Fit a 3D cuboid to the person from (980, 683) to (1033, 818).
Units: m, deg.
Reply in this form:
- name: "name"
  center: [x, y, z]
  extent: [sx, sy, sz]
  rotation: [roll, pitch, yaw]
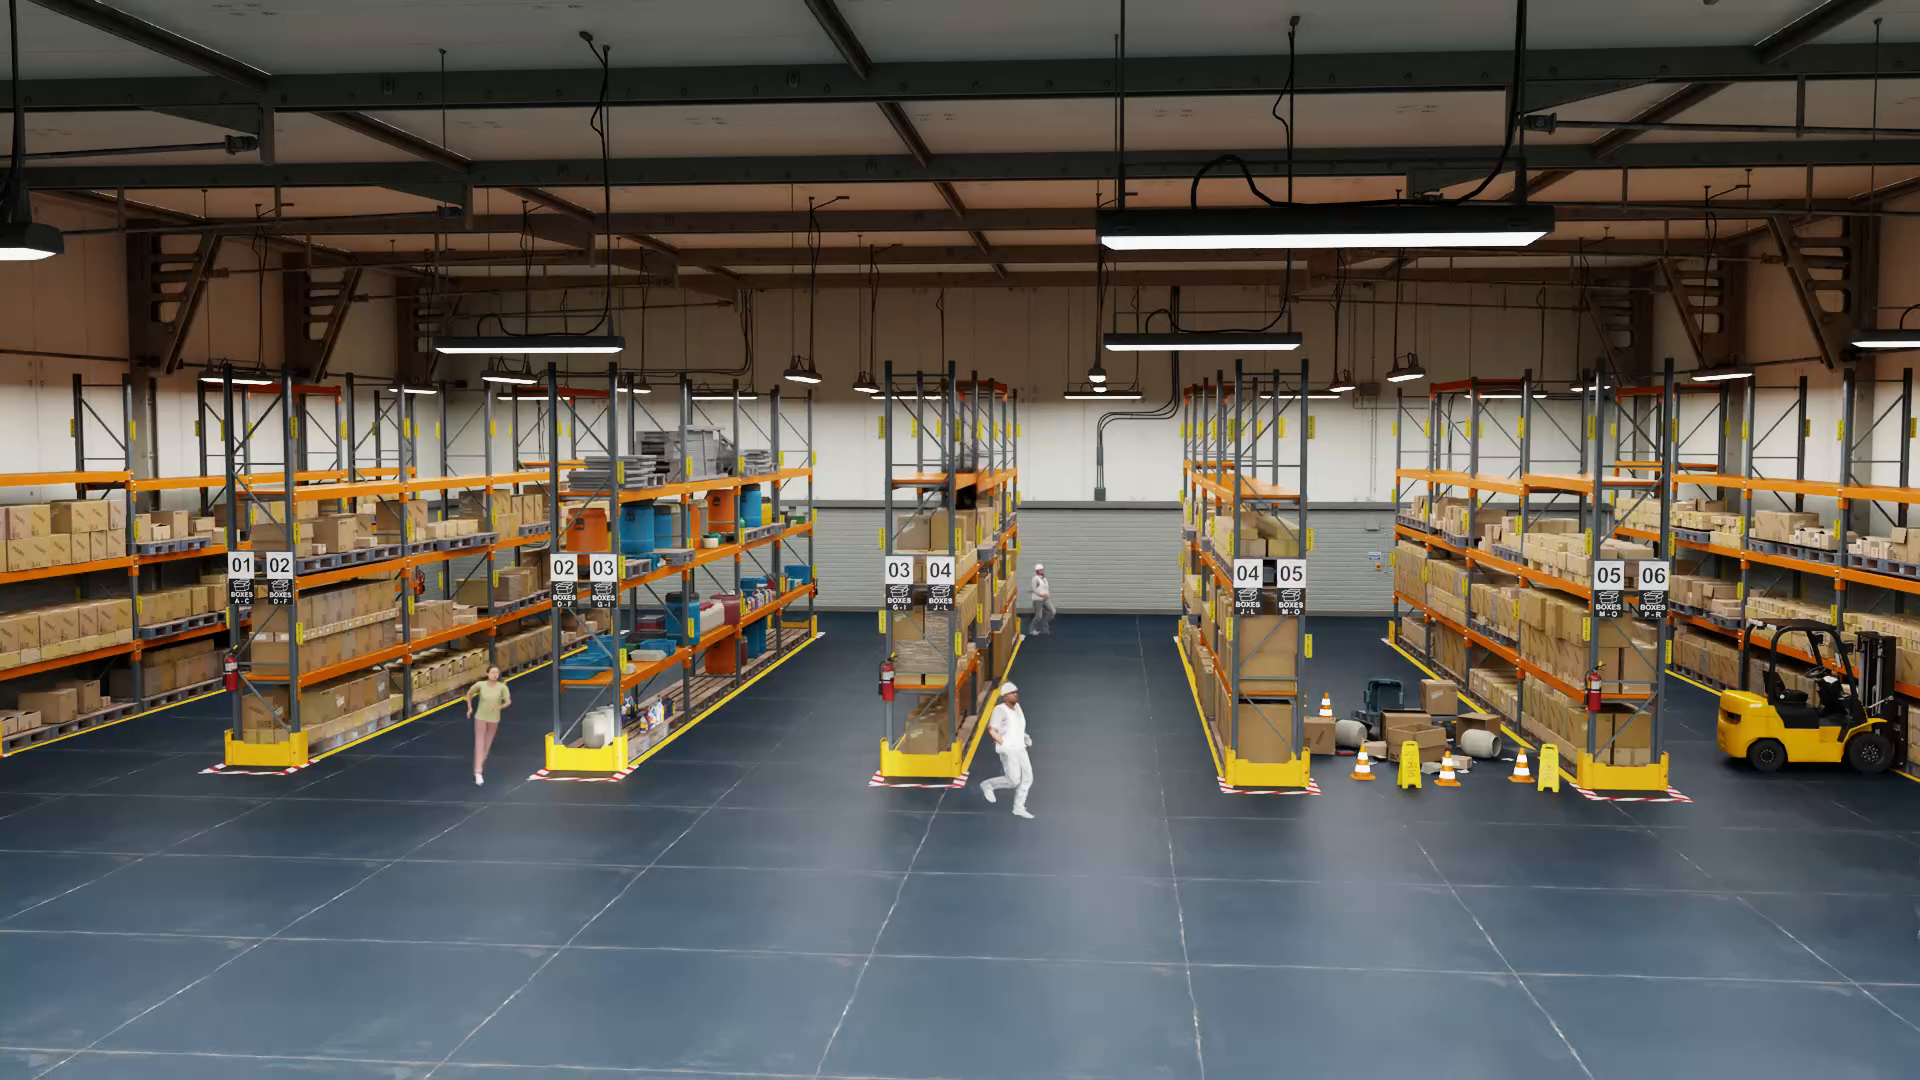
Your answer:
- name: "person"
  center: [0.626, 2.725, 21.639]
  extent: [0.733, 1.757, 0.687]
  rotation: [2, 4, 32]

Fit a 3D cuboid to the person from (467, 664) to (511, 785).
- name: "person"
  center: [-6.764, 2.601, 23.909]
  extent: [0.612, 1.648, 0.927]
  rotation: [-1, 4, -21]

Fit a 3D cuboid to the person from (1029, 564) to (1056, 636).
- name: "person"
  center: [1.983, 1.463, 40.585]
  extent: [0.669, 1.774, 0.672]
  rotation: [3, 5, 34]
